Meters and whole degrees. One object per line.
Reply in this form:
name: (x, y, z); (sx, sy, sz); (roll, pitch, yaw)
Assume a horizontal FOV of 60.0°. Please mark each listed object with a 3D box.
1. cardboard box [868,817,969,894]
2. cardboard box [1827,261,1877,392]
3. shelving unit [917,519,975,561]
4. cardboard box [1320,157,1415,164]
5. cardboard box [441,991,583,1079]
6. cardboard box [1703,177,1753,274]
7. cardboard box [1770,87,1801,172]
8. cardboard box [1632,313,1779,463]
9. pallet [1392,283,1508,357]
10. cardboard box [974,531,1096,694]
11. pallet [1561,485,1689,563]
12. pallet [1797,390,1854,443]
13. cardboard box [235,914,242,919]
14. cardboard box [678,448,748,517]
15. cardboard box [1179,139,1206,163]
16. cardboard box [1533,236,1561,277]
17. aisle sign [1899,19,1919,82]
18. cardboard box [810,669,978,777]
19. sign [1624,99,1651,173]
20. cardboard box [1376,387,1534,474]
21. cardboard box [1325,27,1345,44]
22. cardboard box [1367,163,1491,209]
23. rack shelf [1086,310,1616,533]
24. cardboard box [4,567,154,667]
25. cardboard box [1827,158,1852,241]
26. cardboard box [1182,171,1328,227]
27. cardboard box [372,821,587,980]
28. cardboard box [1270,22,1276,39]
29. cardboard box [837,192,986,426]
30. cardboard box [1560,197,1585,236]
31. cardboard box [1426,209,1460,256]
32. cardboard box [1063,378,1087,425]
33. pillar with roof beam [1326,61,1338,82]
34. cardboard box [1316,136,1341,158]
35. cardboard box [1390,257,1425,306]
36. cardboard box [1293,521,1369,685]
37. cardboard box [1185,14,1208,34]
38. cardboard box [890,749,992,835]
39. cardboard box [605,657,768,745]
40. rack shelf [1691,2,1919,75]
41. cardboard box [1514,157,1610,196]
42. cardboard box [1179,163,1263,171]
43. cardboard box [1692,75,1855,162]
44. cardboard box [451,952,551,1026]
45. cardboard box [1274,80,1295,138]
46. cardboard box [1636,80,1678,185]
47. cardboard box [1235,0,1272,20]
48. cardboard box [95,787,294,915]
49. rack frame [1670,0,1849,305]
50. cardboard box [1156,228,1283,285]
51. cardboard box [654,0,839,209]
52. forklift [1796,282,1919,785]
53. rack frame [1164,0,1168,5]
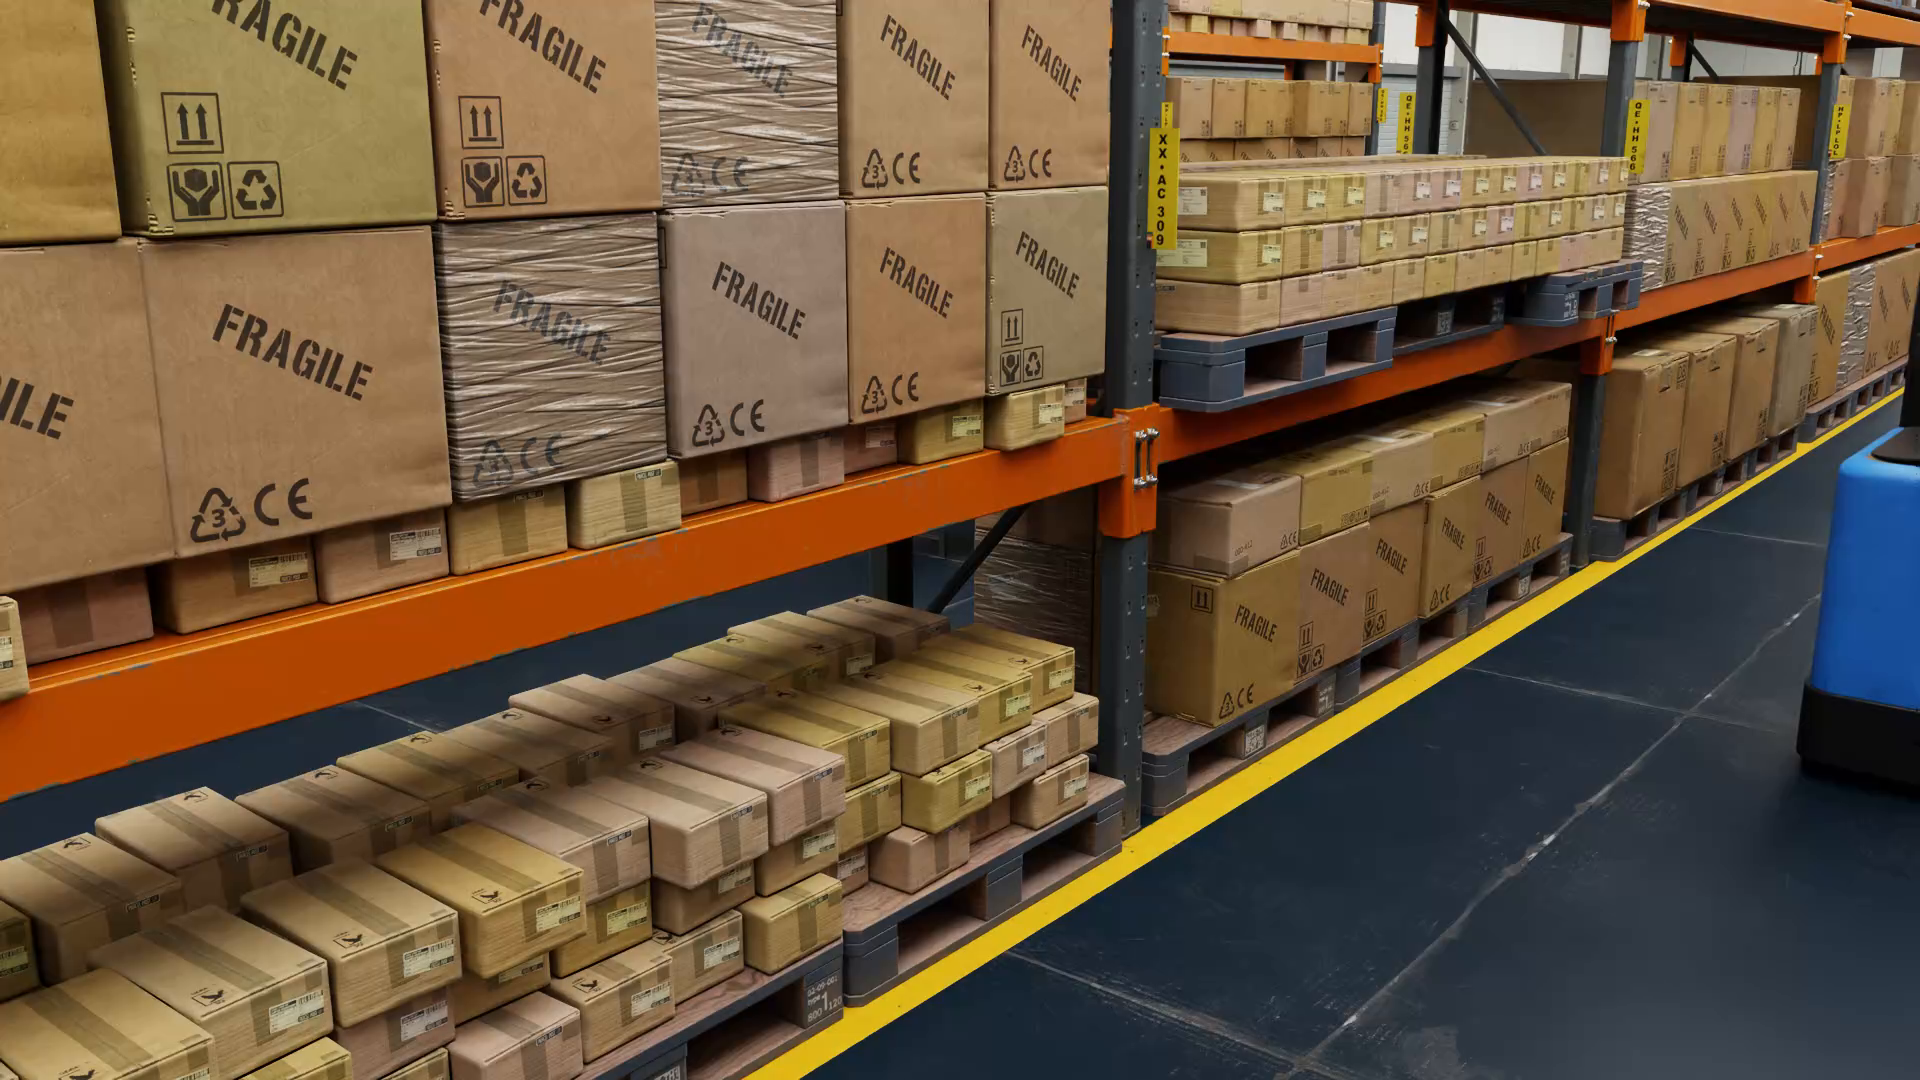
cardboard box: (-0.198, 0.778, 4.406); (0.380, 0.149, 0.250); (11, 18, 36)
cardboard box: (6.169, -1.614, 12.348); (0.875, 0.875, 0.875); (11, 18, 38)
shelving unit: (0.004, -0.728, 8.443); (0.431, 1.500, 0.755); (11, 18, 38)
cardboard box: (1.709, -1.554, 7.099); (0.380, 0.149, 0.250); (10, 18, 35)
cardboard box: (-1.000, 1.027, 3.427); (0.380, 0.149, 0.250); (10, 17, 35)
cardboard box: (4.083, -1.774, 9.310); (0.500, 0.500, 0.500); (11, 18, 37)
cardboard box: (4.848, -2.595, 10.511); (0.700, 0.500, 0.500); (11, 18, 37)
cardboard box: (4.226, -0.954, 10.002); (1.050, 0.750, 0.750); (11, 18, 38)
pallet: (1.429, -0.913, 6.515); (1.003, 0.211, 1.213); (11, 18, 38)
cardboard box: (0.397, 0.202, 5.961); (0.500, 0.500, 0.500); (11, 18, 36)
pallet: (3.196, -0.179, 8.901); (1.003, 0.211, 1.213); (11, 18, 38)
pallet: (5.694, -0.940, 11.893); (1.003, 0.211, 1.213); (11, 18, 38)
cardboard box: (-1.636, 0.828, 3.604); (0.380, 0.149, 0.250); (12, 18, 38)
cardboard box: (-0.692, -0.162, 3.679); (0.380, 0.149, 0.250); (11, 18, 37)
cardboard box: (1.735, -3.138, 14.077); (0.500, 0.500, 0.500); (11, 18, 37)
cardboard box: (2.211, -1.164, 6.770); (0.380, 0.149, 0.250); (11, 18, 37)
aisle sign: (7.948, -4.151, 13.590); (0.394, 0.787, 0.004); (11, 18, 38)
cardboard box: (-0.174, 0.476, 4.384); (0.380, 0.149, 0.250); (11, 18, 37)
sign: (3.070, -1.832, 7.553); (0.100, 0.325, 0.005); (11, 18, 38)
cardboard box: (2.107, -0.477, 7.110); (0.500, 0.250, 0.500); (12, 18, 38)
cardboard box: (3.425, -4.792, 15.814); (0.380, 0.149, 0.250); (12, 19, 39)
cardboard box: (1.712, -1.300, 6.097); (0.380, 0.149, 0.250); (12, 19, 39)
rack shelf: (1.385, -0.660, 6.590); (1.077, 0.370, 4.000); (11, 18, 38)
cardboard box: (-1.533, 0.082, 2.720); (0.380, 0.149, 0.250); (12, 19, 40)
cardboard box: (5.706, -2.412, 11.720); (0.875, 0.550, 0.550); (11, 18, 38)
cardboard box: (0.903, -1.054, 5.130); (0.380, 0.149, 0.250); (12, 18, 39)
cardboard box: (-0.981, 0.727, 3.396); (0.380, 0.149, 0.250); (12, 18, 38)
cardboard box: (2.600, -4.554, 14.875); (0.380, 0.149, 0.250); (11, 18, 38)
cardboard box: (-0.284, -0.583, 4.017); (0.500, 0.500, 0.500); (11, 18, 36)
cardboard box: (2.356, -1.350, 6.900); (0.380, 0.149, 0.250); (12, 18, 39)
cardboard box: (1.554, -1.108, 5.945); (0.380, 0.149, 0.250); (11, 18, 37)
cardboard box: (0.130, -0.413, 4.667); (0.380, 0.149, 0.250); (11, 18, 37)
pillar with roof beam: (9.645, -8.983, 25.709); (9.100, 9.000, 0.400); (11, 18, 38)
cardboard box: (3.311, -3.621, 15.978); (0.500, 0.500, 0.500); (11, 18, 38)
cardboard box: (1.381, -0.910, 5.769); (0.380, 0.149, 0.250); (10, 18, 35)
cardboard box: (1.130, 0.180, 6.045); (0.500, 0.500, 0.500); (12, 19, 40)
cardboard box: (1.839, -4.299, 13.873); (0.380, 0.149, 0.250); (11, 18, 38)
cardboard box: (-0.138, 0.626, 4.401); (0.380, 0.149, 0.250); (10, 18, 36)
cardboard box: (-0.736, 0.451, 4.483); (0.380, 0.149, 0.250); (11, 18, 36)
rack shelf: (6.413, -3.646, 12.251); (1.077, 0.370, 4.000); (11, 18, 38)
cardboard box: (2.531, -1.549, 7.078); (0.380, 0.149, 0.250); (11, 18, 37)
cardboard box: (0.882, -1.300, 6.099); (0.380, 0.149, 0.250); (11, 18, 36)
cardboard box: (5.414, -2.819, 11.130); (0.875, 0.550, 0.550); (11, 18, 38)
cardboard box: (-1.080, 0.853, 3.505); (0.380, 0.149, 0.250); (12, 19, 40)
cardboard box: (2.619, -3.933, 15.173); (0.700, 0.500, 0.500); (11, 18, 37)
cardboard box: (3.248, -2.106, 8.588); (0.700, 0.500, 0.500); (11, 18, 37)
cardboard box: (2.373, -4.666, 14.505); (0.500, 0.250, 0.500); (11, 18, 38)
cardboard box: (-1.647, 0.681, 3.578); (0.380, 0.149, 0.250); (12, 19, 40)
rack frame: (5.156, -2.158, 11.024); (1.000, 3.000, 0.127); (11, 18, 38)
cardboard box: (0.733, -0.856, 4.953); (0.380, 0.149, 0.250); (12, 18, 38)
cardboard box: (-0.611, -0.975, 3.532); (0.500, 0.500, 0.500); (12, 18, 39)
forklift: (4.109, -0.840, 5.976); (1.130, 2.935, 3.031); (11, 18, 38)
rack frame: (1.242, -5.812, 13.225); (1.000, 3.000, 0.127); (11, 18, 38)
